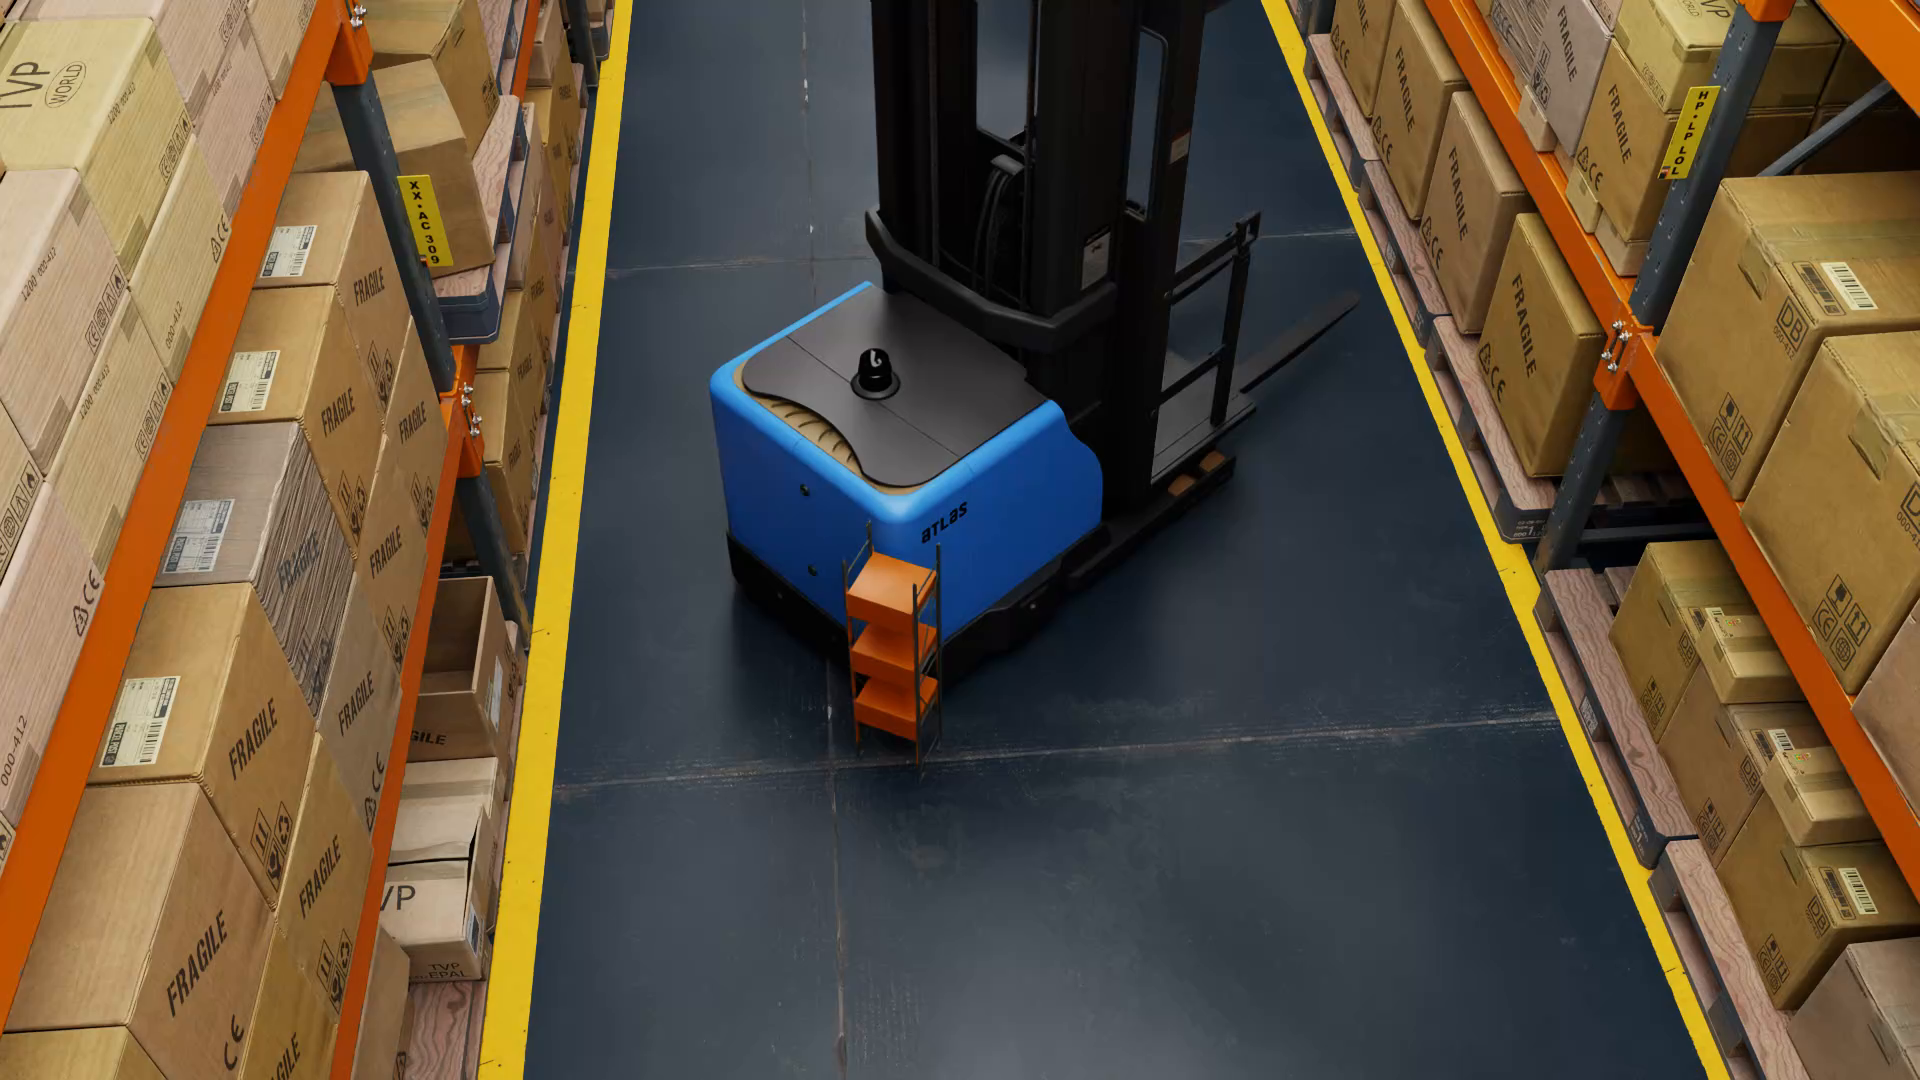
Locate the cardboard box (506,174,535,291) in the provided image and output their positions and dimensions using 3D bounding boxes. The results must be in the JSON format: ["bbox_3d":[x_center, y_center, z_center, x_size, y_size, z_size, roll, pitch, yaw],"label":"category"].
[{"bbox_3d":[-2.028,-1.256,6.776,0.500,0.250,0.500,-3,47,-3],"label":"cardboard box"}]

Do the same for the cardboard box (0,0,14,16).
[{"bbox_3d":[-2.167,-1.308,3.099,0.700,0.500,0.500,-3,47,-3],"label":"cardboard box"}]

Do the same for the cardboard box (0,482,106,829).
[{"bbox_3d":[-1.674,0.185,2.547,0.500,0.250,0.500,-3,47,-3],"label":"cardboard box"}]

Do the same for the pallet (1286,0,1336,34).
[{"bbox_3d":[2.390,-3.423,9.846,1.003,0.211,1.213,-3,47,-3],"label":"pallet"}]

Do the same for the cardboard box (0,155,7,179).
[{"bbox_3d":[-1.926,-0.594,2.423,0.700,0.500,0.500,-3,47,-3],"label":"cardboard box"}]

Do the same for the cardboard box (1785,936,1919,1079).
[{"bbox_3d":[2.881,1.461,4.733,0.700,0.500,0.500,-5,47,-5],"label":"cardboard box"}]

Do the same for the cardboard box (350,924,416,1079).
[{"bbox_3d":[-1.984,1.448,4.729,0.797,0.503,0.637,-3,47,-3],"label":"cardboard box"}]

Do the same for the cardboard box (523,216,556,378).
[{"bbox_3d":[-2.034,-1.022,7.071,0.500,0.500,0.500,-3,47,-3],"label":"cardboard box"}]

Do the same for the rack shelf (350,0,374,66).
[{"bbox_3d":[-2.314,-2.849,5.812,1.077,0.370,4.000,-3,47,-3],"label":"rack shelf"}]

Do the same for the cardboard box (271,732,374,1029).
[{"bbox_3d":[-1.714,0.806,3.851,0.500,0.500,0.500,-3,47,-3],"label":"cardboard box"}]

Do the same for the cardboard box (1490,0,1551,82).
[{"bbox_3d":[2.413,-2.117,6.401,0.500,0.500,0.500,-3,47,-3],"label":"cardboard box"}]

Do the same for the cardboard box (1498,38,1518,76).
[{"bbox_3d":[2.416,-1.992,6.730,0.380,0.149,0.250,-5,47,-4],"label":"cardboard box"}]

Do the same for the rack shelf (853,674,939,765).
[{"bbox_3d":[-0.218,0.600,5.856,0.240,0.259,0.215,17,49,16],"label":"rack shelf"}]

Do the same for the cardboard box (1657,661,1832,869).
[{"bbox_3d":[2.788,0.704,5.450,0.700,0.500,0.500,-4,47,-4],"label":"cardboard box"}]

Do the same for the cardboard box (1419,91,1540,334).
[{"bbox_3d":[2.528,-1.432,7.232,0.750,0.750,0.750,-2,47,-2],"label":"cardboard box"}]

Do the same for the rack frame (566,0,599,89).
[{"bbox_3d":[-2.482,-3.512,8.010,1.000,3.000,0.127,-3,47,-3],"label":"rack frame"}]

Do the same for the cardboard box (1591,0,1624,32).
[{"bbox_3d":[2.462,-2.016,5.790,0.500,0.250,0.500,-3,47,-2],"label":"cardboard box"}]

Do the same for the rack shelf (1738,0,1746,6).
[{"bbox_3d":[2.622,-3.153,6.100,1.077,0.370,4.000,-3,47,-3],"label":"rack shelf"}]

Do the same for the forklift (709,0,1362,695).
[{"bbox_3d":[0.502,-1.355,6.014,3.031,2.935,1.130,-36,56,-29],"label":"forklift"}]

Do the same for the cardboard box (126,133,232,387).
[{"bbox_3d":[-1.759,-0.539,3.232,0.500,0.250,0.500,-3,47,-3],"label":"cardboard box"}]

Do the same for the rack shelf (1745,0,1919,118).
[{"bbox_3d":[2.957,-0.259,3.359,1.077,0.370,4.000,-3,47,-3],"label":"rack shelf"}]

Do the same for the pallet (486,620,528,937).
[{"bbox_3d":[-2.090,0.838,5.811,1.003,0.211,1.213,-3,47,-3],"label":"pallet"}]

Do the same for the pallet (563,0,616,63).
[{"bbox_3d":[-2.512,-3.151,9.589,1.003,0.211,1.213,-3,47,-3],"label":"pallet"}]

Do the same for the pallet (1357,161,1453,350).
[{"bbox_3d":[2.544,-1.402,7.932,1.003,0.211,1.213,-3,47,-3],"label":"pallet"}]

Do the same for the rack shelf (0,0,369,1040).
[{"bbox_3d":[-1.979,0.045,3.071,1.077,0.370,4.000,-3,47,-3],"label":"rack shelf"}]

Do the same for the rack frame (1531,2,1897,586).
[{"bbox_3d":[2.789,-0.922,5.557,1.000,3.000,0.127,-3,47,-3],"label":"rack frame"}]

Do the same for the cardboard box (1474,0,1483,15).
[{"bbox_3d":[2.390,-2.375,7.093,0.380,0.149,0.250,-3,47,-3],"label":"cardboard box"}]

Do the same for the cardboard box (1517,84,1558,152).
[{"bbox_3d":[2.377,-1.629,6.386,0.380,0.149,0.250,-3,47,-3],"label":"cardboard box"}]

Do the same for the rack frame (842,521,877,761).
[{"bbox_3d":[-0.330,0.367,5.680,0.008,1.050,0.200,17,49,16],"label":"rack frame"}]

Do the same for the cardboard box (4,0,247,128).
[{"bbox_3d":[-1.797,-1.073,3.393,0.500,0.250,0.500,-3,47,-3],"label":"cardboard box"}]

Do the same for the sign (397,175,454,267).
[{"bbox_3d":[-1.607,-0.954,4.992,0.100,0.325,0.005,-3,47,-3],"label":"sign"}]

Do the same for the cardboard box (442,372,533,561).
[{"bbox_3d":[-1.944,-0.275,6.363,0.500,0.500,0.500,-5,47,-5],"label":"cardboard box"}]

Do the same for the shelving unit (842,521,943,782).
[{"bbox_3d":[-0.218,0.402,5.646,0.252,1.050,0.215,17,49,16],"label":"shelving unit"}]

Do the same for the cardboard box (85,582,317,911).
[{"bbox_3d":[-1.718,0.453,3.497,0.500,0.500,0.500,-4,47,-4],"label":"cardboard box"}]

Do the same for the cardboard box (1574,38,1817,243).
[{"bbox_3d":[2.499,-1.384,5.707,0.500,0.500,0.500,-4,47,-4],"label":"cardboard box"}]

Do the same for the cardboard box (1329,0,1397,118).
[{"bbox_3d":[2.385,-2.681,8.415,0.750,0.750,0.750,-4,47,-4],"label":"cardboard box"}]

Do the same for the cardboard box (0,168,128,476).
[{"bbox_3d":[-1.716,-0.349,2.708,0.500,0.250,0.500,-3,47,-3],"label":"cardboard box"}]

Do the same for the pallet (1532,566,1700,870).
[{"bbox_3d":[2.775,0.592,6.044,1.003,0.211,1.213,-3,47,-3],"label":"pallet"}]

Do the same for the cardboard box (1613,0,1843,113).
[{"bbox_3d":[2.495,-1.646,5.439,0.500,0.250,0.500,-2,47,-2],"label":"cardboard box"}]

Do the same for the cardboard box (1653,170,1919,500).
[{"bbox_3d":[2.818,-0.632,5.076,0.980,0.700,0.700,-3,47,-3],"label":"cardboard box"}]

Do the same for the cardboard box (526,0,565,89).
[{"bbox_3d":[-2.160,-2.359,7.820,0.500,0.250,0.500,-2,47,-2],"label":"cardboard box"}]

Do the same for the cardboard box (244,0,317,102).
[{"bbox_3d":[-1.841,-1.262,3.917,0.500,0.250,0.500,-3,47,-3],"label":"cardboard box"}]

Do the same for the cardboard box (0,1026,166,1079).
[{"bbox_3d":[-1.638,1.183,2.806,0.500,0.500,0.500,-3,47,-3],"label":"cardboard box"}]

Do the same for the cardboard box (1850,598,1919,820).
[{"bbox_3d":[2.945,0.423,4.077,0.980,0.700,0.700,-6,47,-5],"label":"cardboard box"}]

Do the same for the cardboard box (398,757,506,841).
[{"bbox_3d":[-1.725,0.873,5.517,0.380,0.149,0.250,-3,47,-3],"label":"cardboard box"}]

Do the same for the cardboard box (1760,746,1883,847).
[{"bbox_3d":[2.640,0.754,4.956,0.380,0.149,0.250,-5,47,-4],"label":"cardboard box"}]

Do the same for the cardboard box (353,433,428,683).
[{"bbox_3d":[-1.805,0.066,4.552,0.500,0.500,0.500,-2,47,-2],"label":"cardboard box"}]

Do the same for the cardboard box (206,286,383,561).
[{"bbox_3d":[-1.801,-0.276,4.188,0.500,0.500,0.500,-4,47,-4],"label":"cardboard box"}]

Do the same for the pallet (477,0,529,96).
[{"bbox_3d":[-2.314,-2.039,6.748,1.003,0.211,1.213,-3,47,-3],"label":"pallet"}]

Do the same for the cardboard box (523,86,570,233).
[{"bbox_3d":[-2.126,-1.767,7.776,0.500,0.500,0.500,-5,47,-5],"label":"cardboard box"}]

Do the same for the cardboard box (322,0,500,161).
[{"bbox_3d":[-2.084,-1.647,5.886,0.700,0.500,0.500,3,47,3],"label":"cardboard box"}]

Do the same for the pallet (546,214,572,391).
[{"bbox_3d":[-2.358,-1.130,7.675,1.003,0.211,1.213,-3,47,-3],"label":"pallet"}]

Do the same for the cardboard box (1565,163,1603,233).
[{"bbox_3d":[2.434,-1.251,6.028,0.380,0.149,0.250,-3,47,-3],"label":"cardboard box"}]
